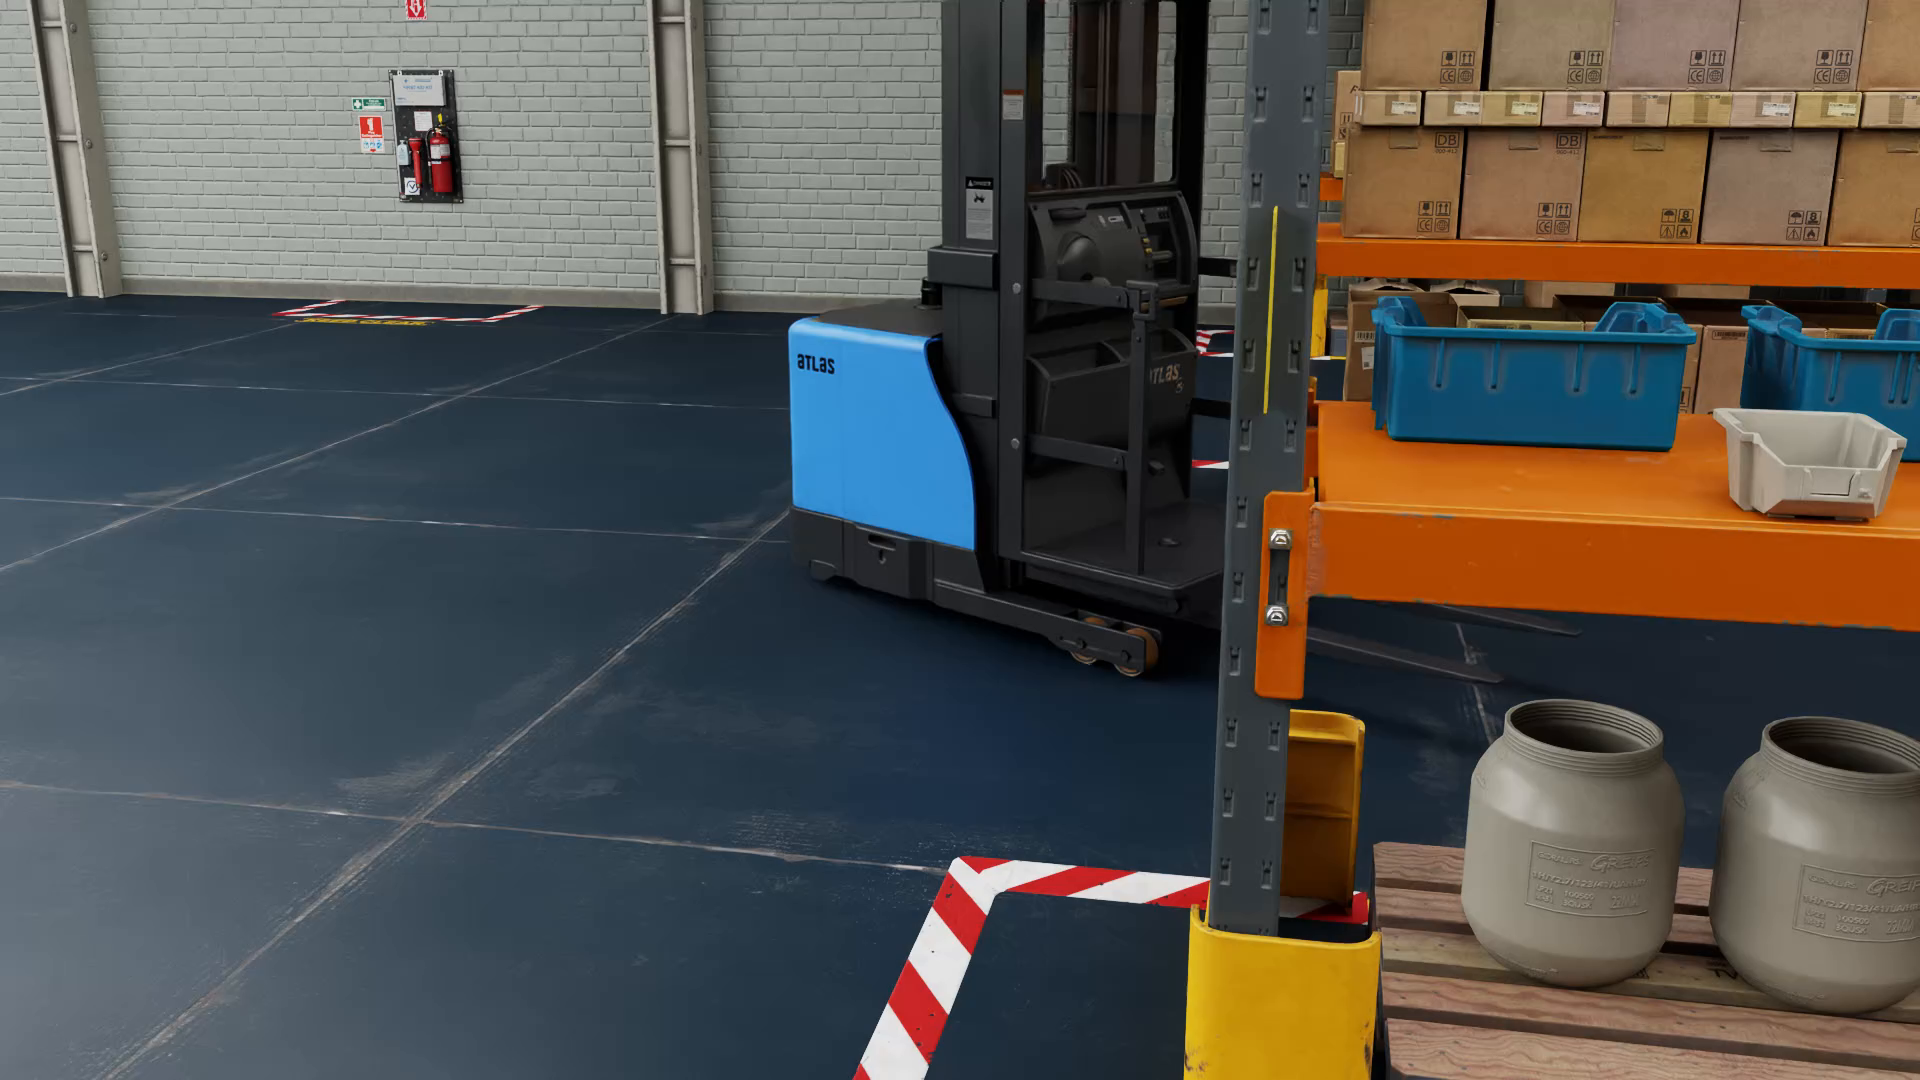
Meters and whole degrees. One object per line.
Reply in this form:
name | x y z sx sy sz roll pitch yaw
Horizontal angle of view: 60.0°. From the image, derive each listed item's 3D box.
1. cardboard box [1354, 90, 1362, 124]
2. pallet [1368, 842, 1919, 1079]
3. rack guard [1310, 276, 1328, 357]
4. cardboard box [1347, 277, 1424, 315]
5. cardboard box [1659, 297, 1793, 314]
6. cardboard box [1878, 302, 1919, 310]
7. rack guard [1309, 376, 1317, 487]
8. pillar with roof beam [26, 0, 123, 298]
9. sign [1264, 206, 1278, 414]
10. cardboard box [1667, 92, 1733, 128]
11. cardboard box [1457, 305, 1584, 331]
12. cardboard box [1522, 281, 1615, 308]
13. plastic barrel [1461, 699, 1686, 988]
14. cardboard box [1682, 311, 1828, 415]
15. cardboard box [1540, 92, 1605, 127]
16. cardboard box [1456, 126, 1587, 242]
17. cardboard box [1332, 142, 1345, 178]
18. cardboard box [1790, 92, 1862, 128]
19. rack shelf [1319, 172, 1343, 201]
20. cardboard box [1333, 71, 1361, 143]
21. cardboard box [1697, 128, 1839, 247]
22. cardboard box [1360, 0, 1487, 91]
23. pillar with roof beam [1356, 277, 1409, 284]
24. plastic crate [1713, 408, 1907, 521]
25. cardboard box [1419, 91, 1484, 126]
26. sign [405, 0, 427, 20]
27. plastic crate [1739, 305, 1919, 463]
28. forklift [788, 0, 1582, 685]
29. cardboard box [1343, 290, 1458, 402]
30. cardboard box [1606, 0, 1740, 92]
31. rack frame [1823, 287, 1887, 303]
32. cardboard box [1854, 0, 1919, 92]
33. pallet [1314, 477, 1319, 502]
cardboard box | 2.022 -2.069 7.941 0.250 0.149 0.380 3 16 10
pallet | 1.498 0.997 3.499 1.213 0.211 1.003 3 16 11
rack guard | 2.667 -1.766 12.933 0.348 0.500 1.175 3 16 11
cardboard box | 3.253 -1.831 12.696 0.500 0.311 0.500 1 16 5
cardboard box | 3.667 -0.891 8.048 0.500 0.500 0.500 3 16 11
cardboard box | 4.646 -0.836 7.851 0.500 0.500 0.500 3 16 11
rack guard | 1.586 -0.476 8.273 0.348 0.500 1.175 3 16 11
pillar with roof beam | -9.166 -5.568 10.734 0.400 9.000 9.100 3 16 11
sign | 0.505 -0.373 2.702 0.005 0.325 0.100 3 16 11
cardboard box | 3.214 -1.895 7.311 0.250 0.149 0.380 3 16 10
cardboard box | 2.581 -0.805 7.738 0.500 0.500 0.500 3 16 11
cardboard box | 4.521 -1.840 12.373 0.500 0.500 0.700 2 16 8
plastic barrel | 1.279 0.628 3.479 0.421 0.512 0.421 0 15 0
cardboard box | 3.560 -0.751 7.542 0.500 0.500 0.500 3 16 11
cardboard box | 2.701 -1.922 7.408 0.250 0.149 0.380 3 16 10
cardboard box | 2.580 -1.672 7.723 0.500 0.500 0.700 4 16 13
cardboard box | 3.008 -2.804 12.237 0.500 0.250 0.500 3 16 9
cardboard box | 3.715 -1.867 7.210 0.250 0.149 0.380 4 16 13
rack shelf | 4.553 -2.522 12.326 4.000 0.370 1.077 3 16 11
cardboard box | 3.001 -3.170 12.155 0.500 0.500 0.500 3 16 11
cardboard box | 3.582 -1.617 7.525 0.500 0.500 0.700 4 16 13
cardboard box | 2.116 -2.322 7.636 0.500 0.500 0.700 3 16 11
pillar with roof beam | 2.593 -4.929 8.430 0.400 9.000 9.100 3 16 11
plastic crate | 1.432 -0.125 2.817 0.250 0.136 0.298 3 16 11
cardboard box | 2.210 -1.949 7.508 0.250 0.149 0.380 3 16 10
sign | -4.830 -4.768 14.745 0.199 0.298 0.001 3 16 11
plastic crate | 1.804 -0.327 3.334 0.408 0.251 0.499 3 16 11
forklift | 0.731 -1.095 5.956 3.031 2.935 1.130 13 20 40
cardboard box | 2.194 -0.967 8.324 0.500 0.500 0.500 3 16 11
cardboard box | 3.127 -2.268 7.444 0.500 0.500 0.700 3 16 11
rack frame | 6.513 -2.762 11.845 0.127 3.000 1.000 3 16 11
cardboard box | 4.107 -2.215 7.252 0.500 0.500 0.700 3 16 11
pallet | 2.367 -0.306 8.200 1.213 0.211 1.003 3 16 11
